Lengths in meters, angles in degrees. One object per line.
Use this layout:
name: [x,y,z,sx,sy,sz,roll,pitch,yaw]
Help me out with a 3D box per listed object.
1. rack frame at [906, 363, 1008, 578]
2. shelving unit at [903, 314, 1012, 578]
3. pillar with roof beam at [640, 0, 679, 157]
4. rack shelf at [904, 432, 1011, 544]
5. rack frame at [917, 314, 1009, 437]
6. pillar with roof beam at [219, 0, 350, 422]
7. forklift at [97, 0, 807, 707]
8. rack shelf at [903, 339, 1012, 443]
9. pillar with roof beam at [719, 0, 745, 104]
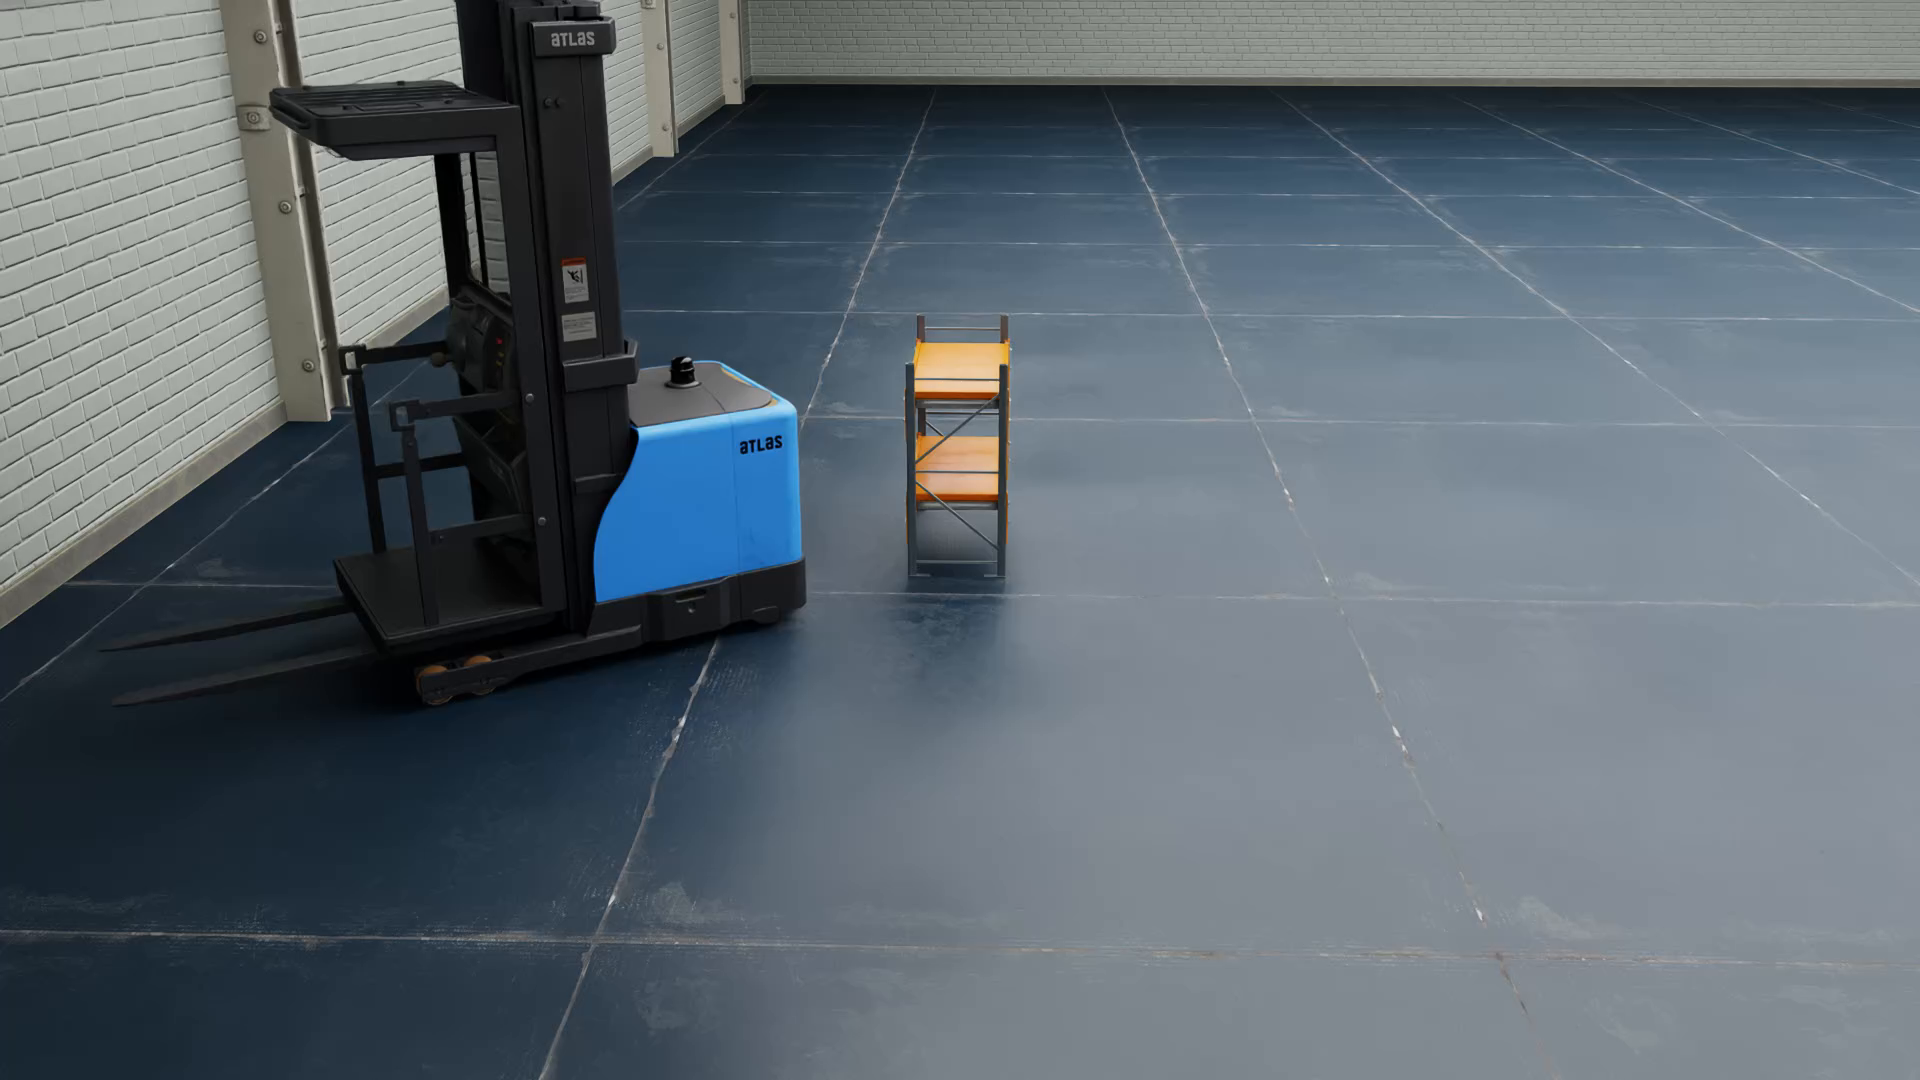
rack frame: [-0.016,-0.338,8.345,0.500,1.125,0.032,1,21,2]
shelving unit: [0.000,-0.522,8.819,0.538,1.125,1.048,1,21,2]
pillar with roof beam: [0.317,-9.348,20.682,9.100,9.000,0.400,1,21,2]
rack shelf: [0.000,-0.294,8.908,0.538,0.278,1.000,1,21,2]
rack frame: [0.015,-0.706,9.293,0.500,1.125,0.032,1,21,2]
pillar with roof beam: [-0.048,-5.009,9.499,9.100,9.000,0.400,1,21,2]
forklift: [-2.276,-0.871,7.223,3.031,2.935,1.130,-12,24,-28]
rack shelf: [0.000,-0.795,8.713,0.538,0.278,1.000,1,21,2]
pillar with roof beam: [0.500,-11.518,26.273,9.100,9.000,0.400,1,21,2]
